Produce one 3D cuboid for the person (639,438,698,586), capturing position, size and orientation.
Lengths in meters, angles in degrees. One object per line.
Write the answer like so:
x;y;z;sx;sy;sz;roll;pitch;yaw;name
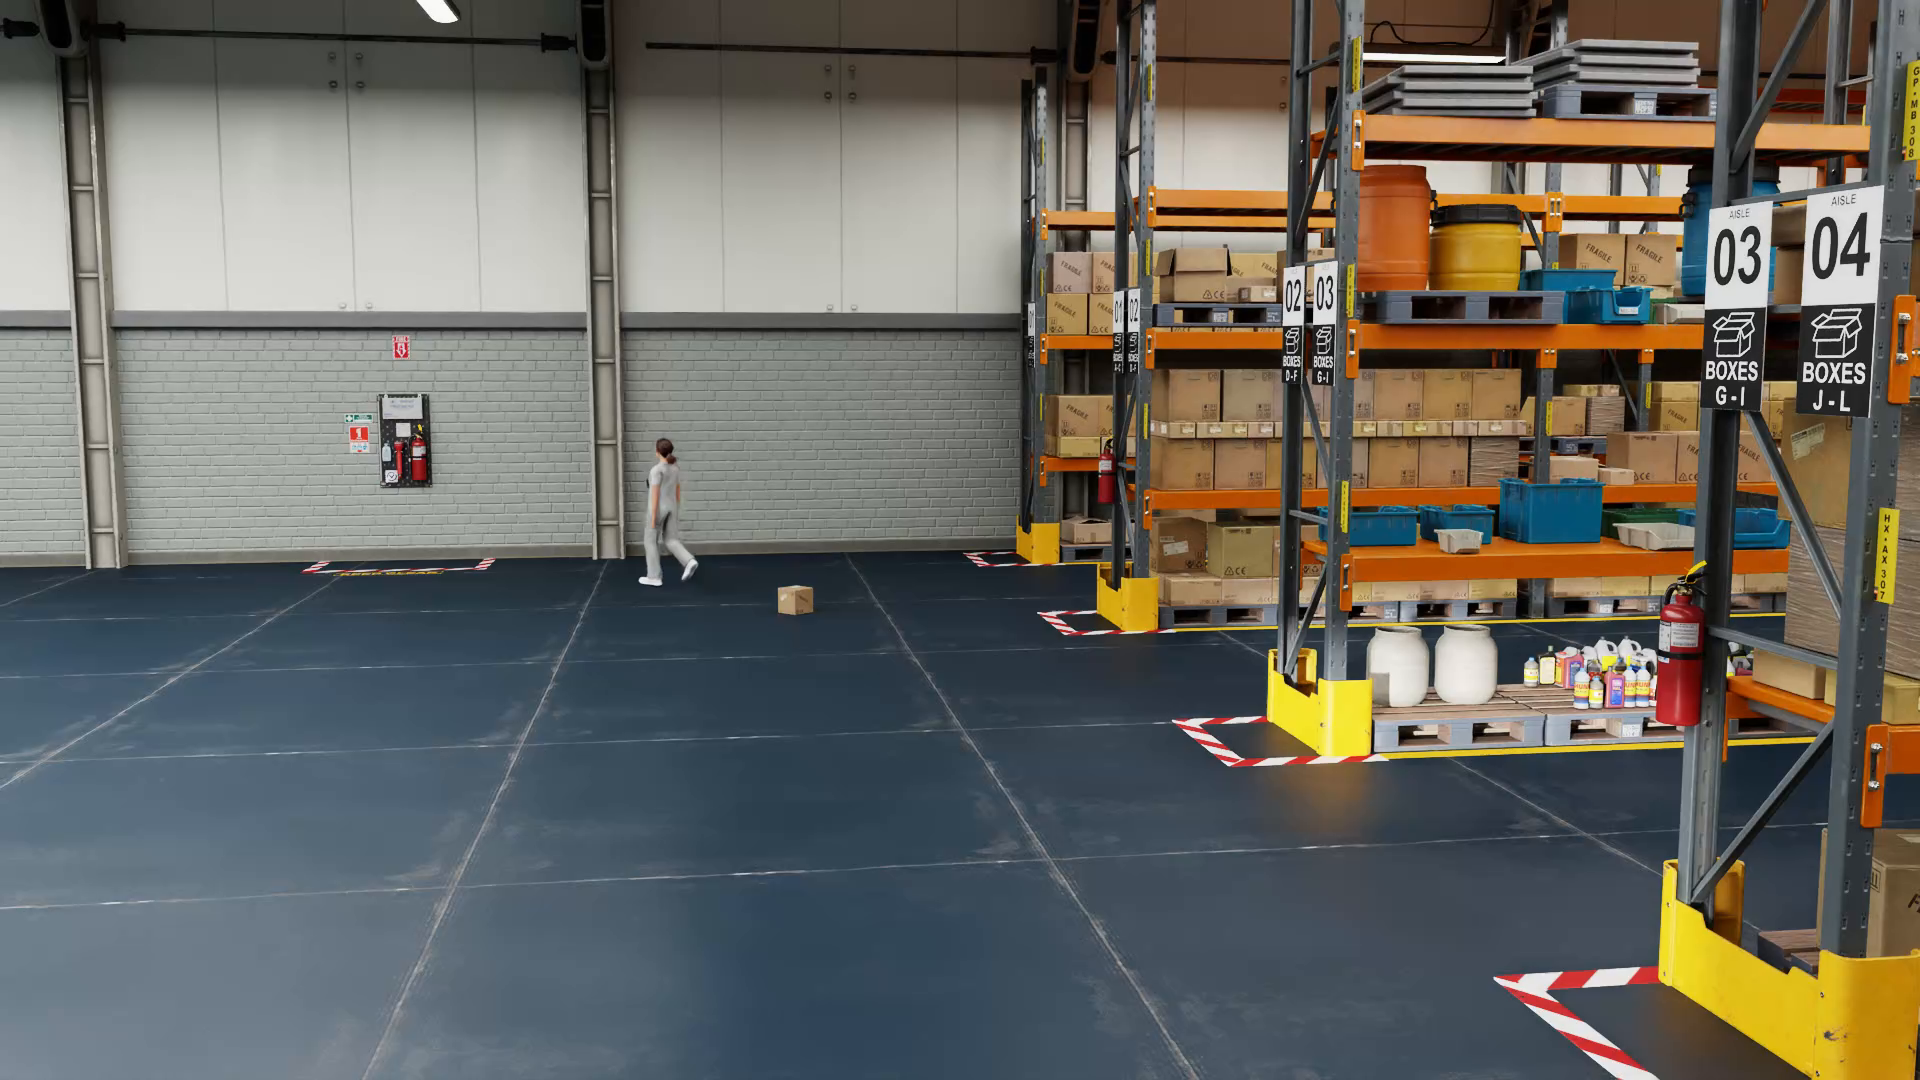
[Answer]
-3.239;-0.306;18.372;0.794;1.645;0.449;5;8;38;person
